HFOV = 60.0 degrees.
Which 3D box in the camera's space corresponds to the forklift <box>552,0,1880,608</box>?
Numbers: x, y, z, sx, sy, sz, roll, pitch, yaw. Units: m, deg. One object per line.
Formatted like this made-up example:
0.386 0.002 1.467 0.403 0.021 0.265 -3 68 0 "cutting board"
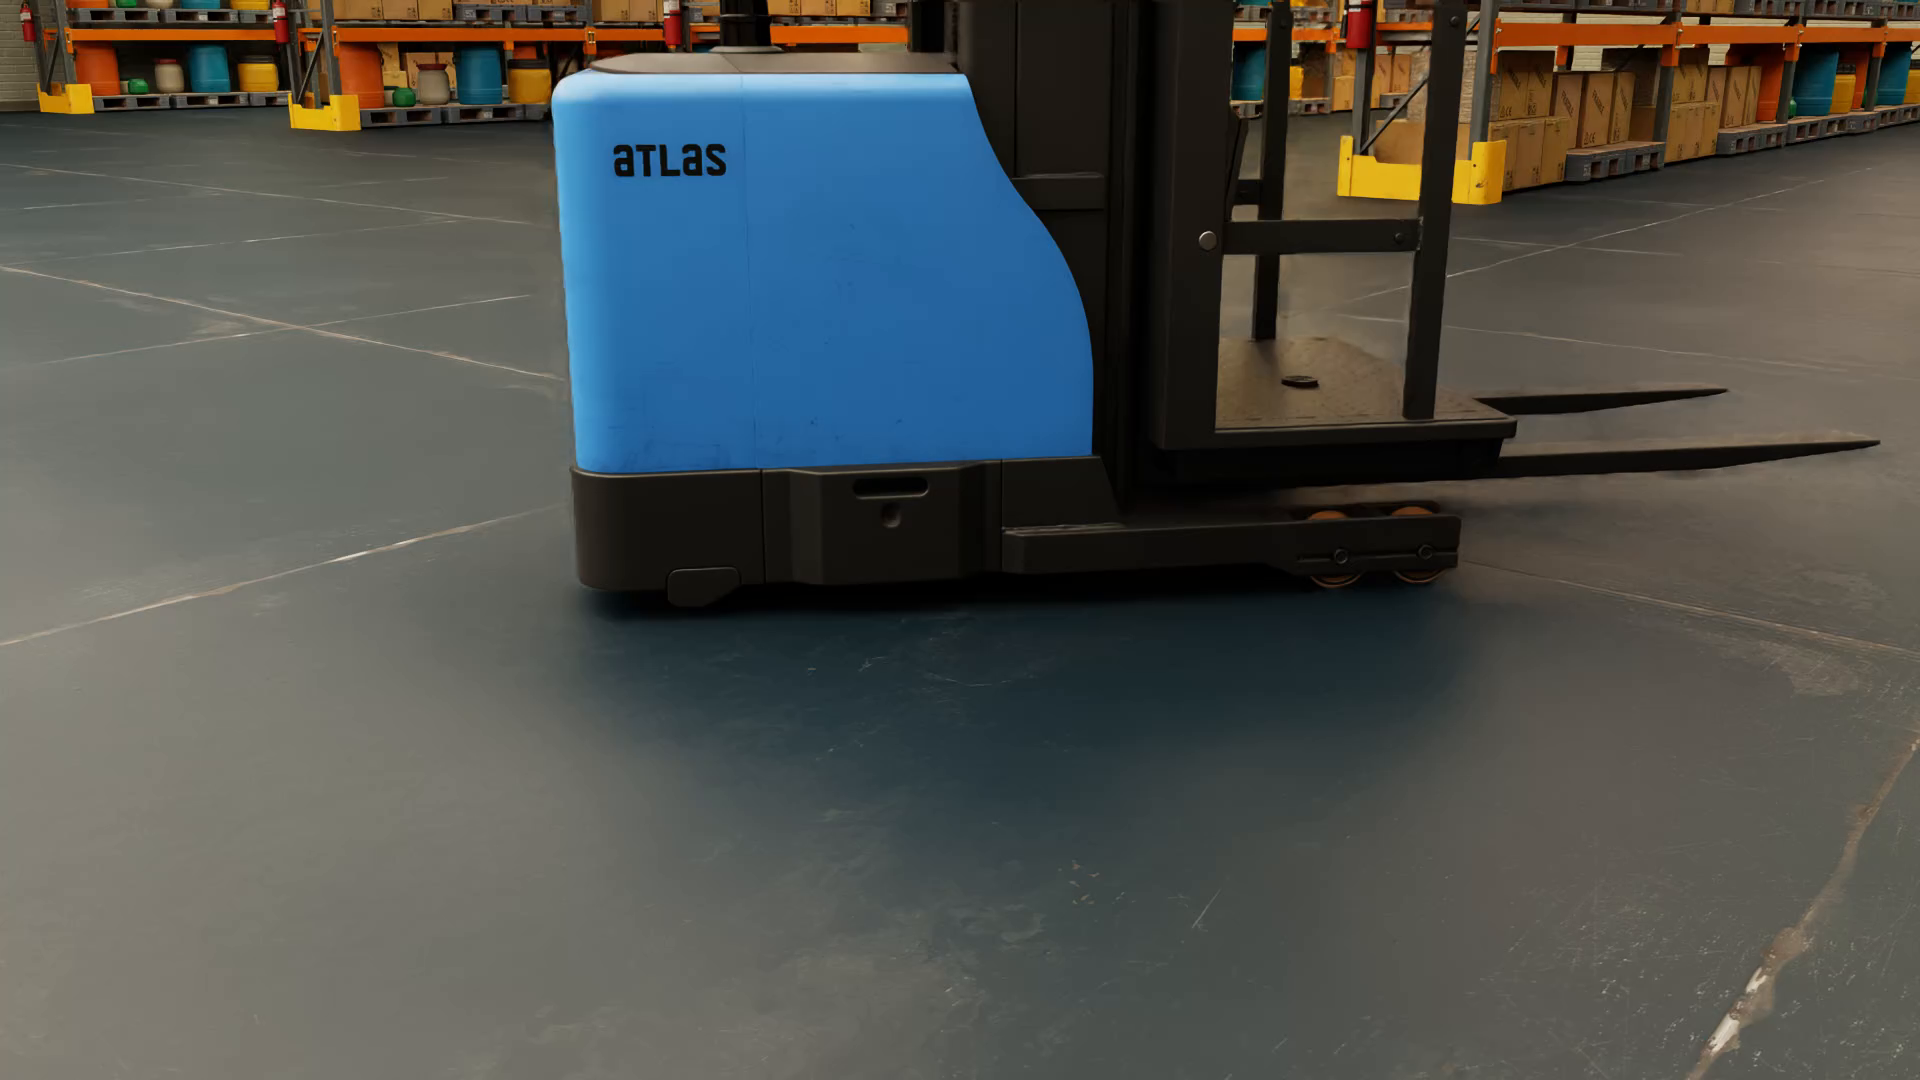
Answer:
0.638 -1.447 3.662 3.031 2.935 1.130 -3 17 -9 "forklift"
